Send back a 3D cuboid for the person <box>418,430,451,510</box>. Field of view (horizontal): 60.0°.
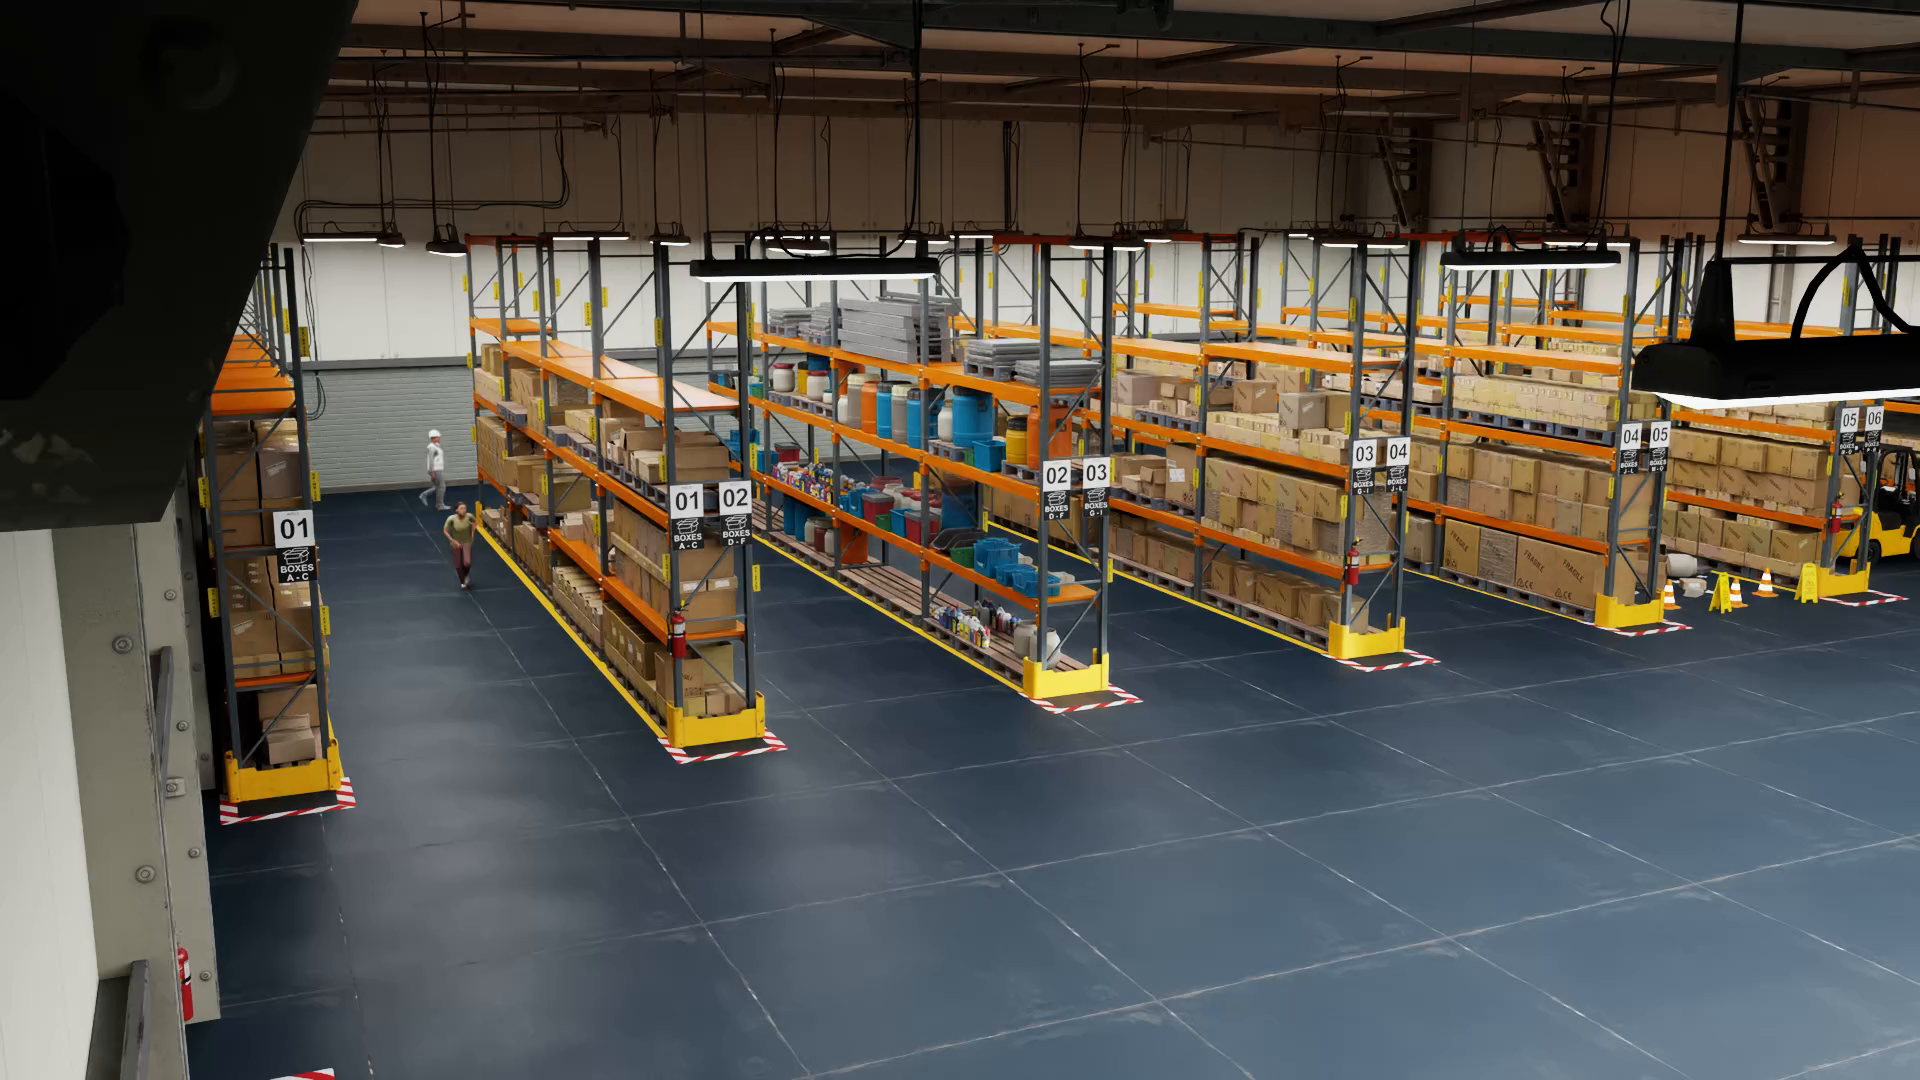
[{"bbox_3d":[-11.507,-1.530,36.310,0.659,1.762,0.520,-5,12,-22],"label":"person"}]

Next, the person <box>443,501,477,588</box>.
[{"bbox_3d":[-8.578,0.077,28.611,0.556,1.574,0.687,-3,11,-14],"label":"person"}]
